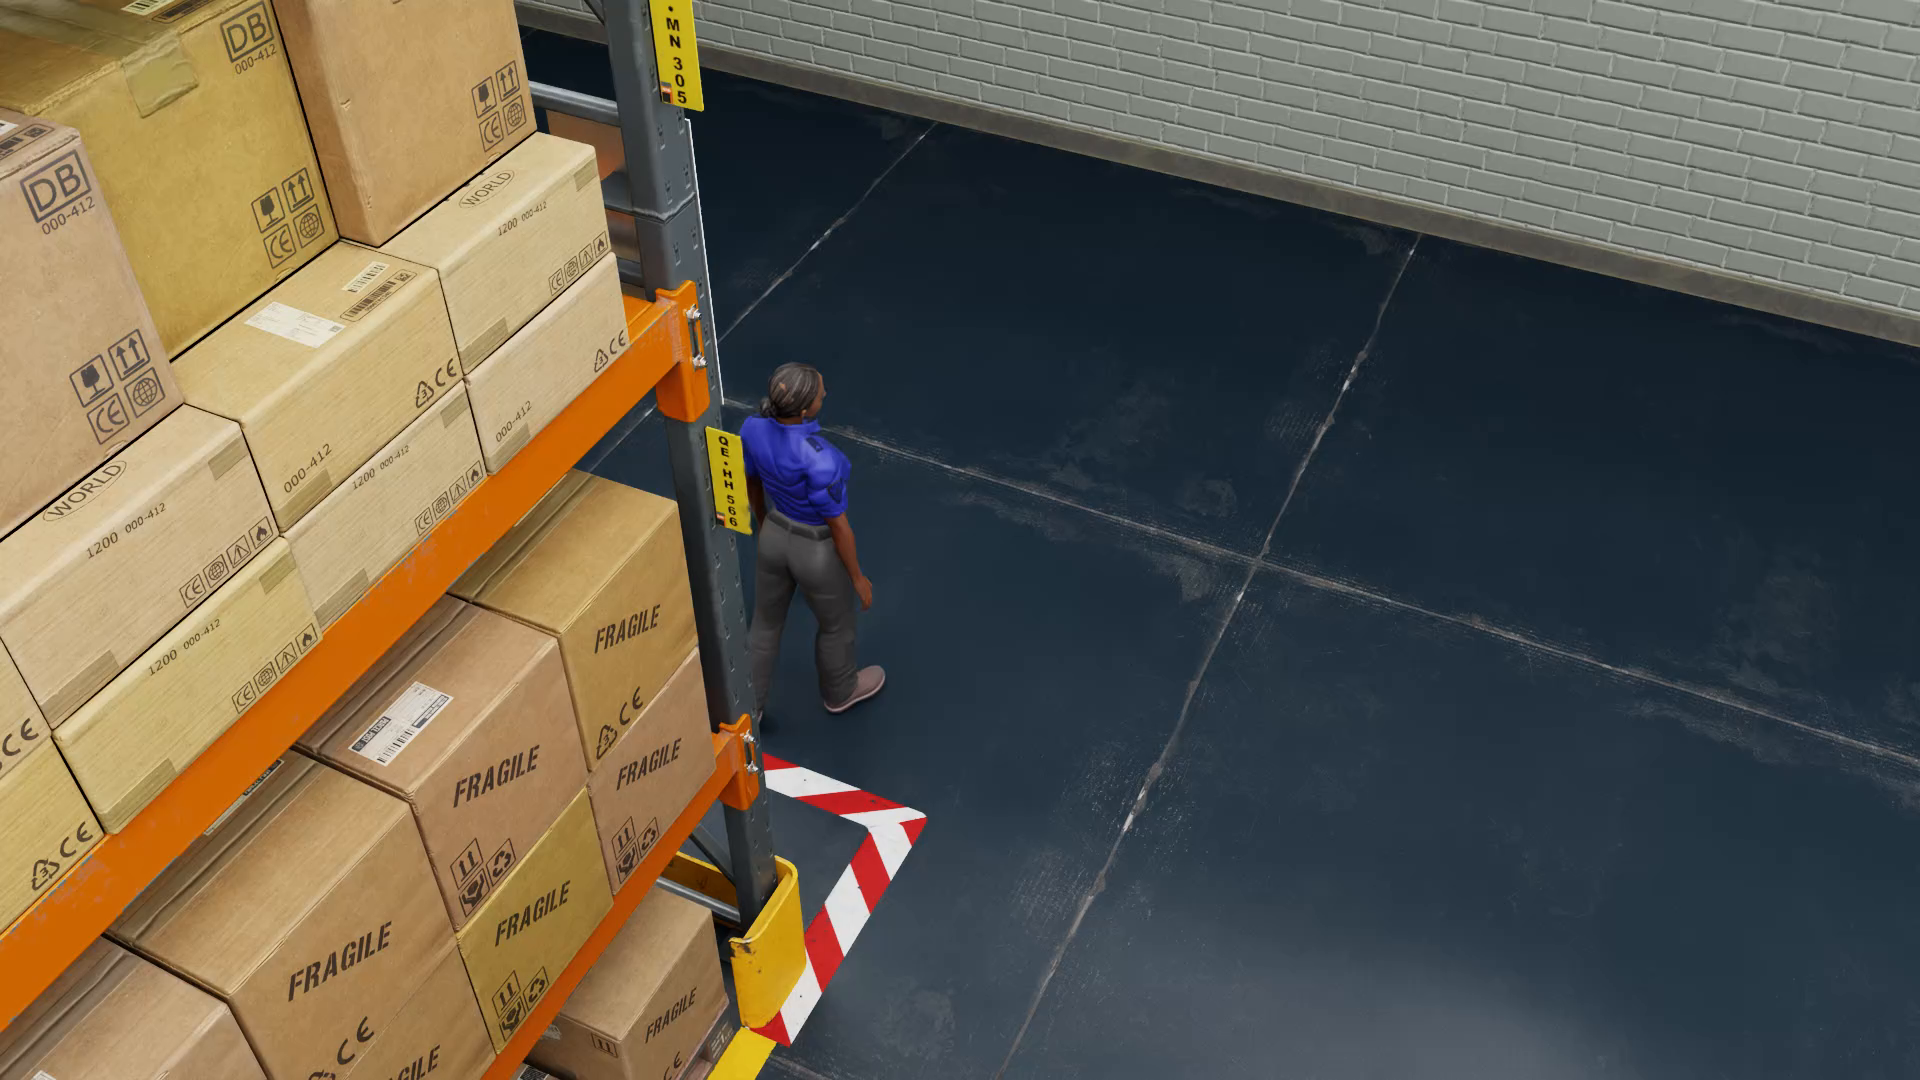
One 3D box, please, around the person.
[{"bbox_3d":[-0.599,0.029,6.119,0.654,1.646,0.556,25,48,25],"label":"person"}]
